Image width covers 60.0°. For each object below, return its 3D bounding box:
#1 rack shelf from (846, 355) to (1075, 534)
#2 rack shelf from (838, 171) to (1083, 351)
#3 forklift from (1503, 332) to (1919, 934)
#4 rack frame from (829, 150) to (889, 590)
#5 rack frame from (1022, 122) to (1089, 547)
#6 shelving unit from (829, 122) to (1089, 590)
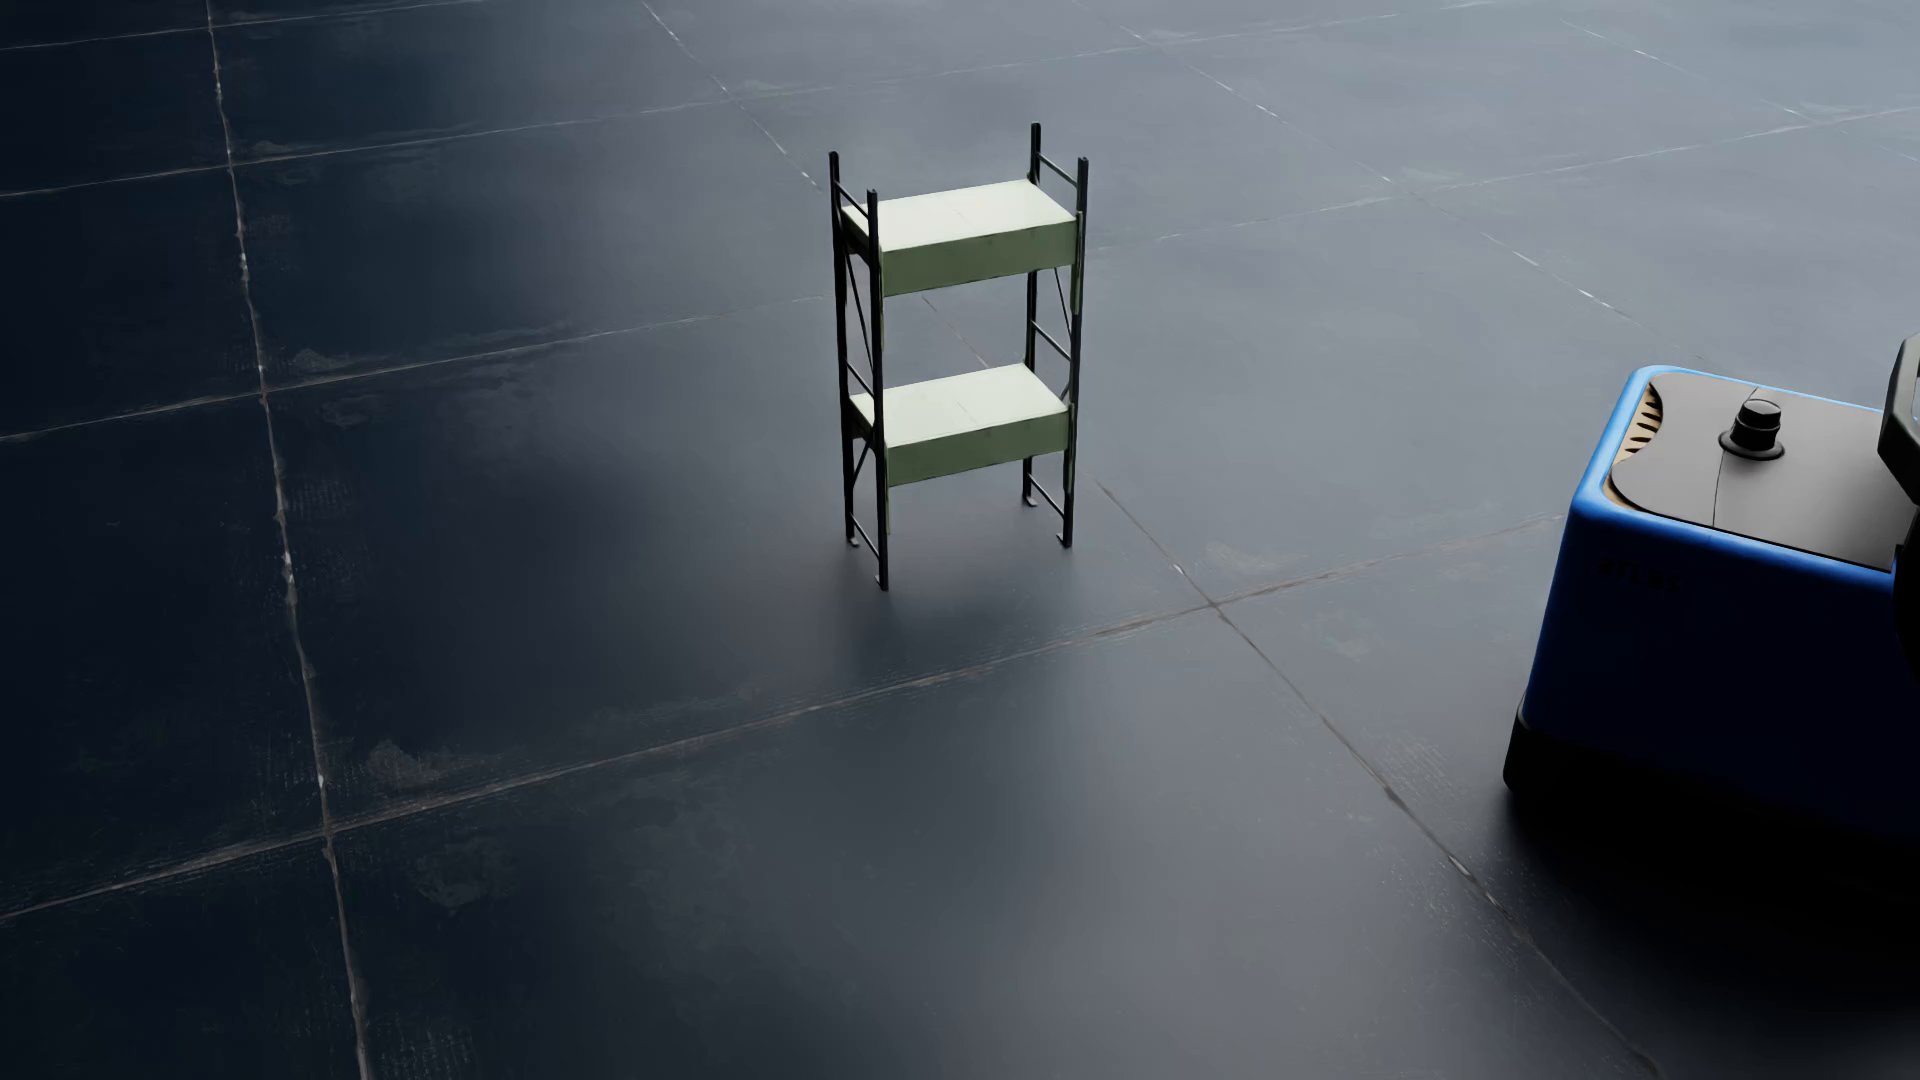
[{"bbox_3d":[-0.006,-0.354,6.017,0.720,0.370,0.431,-13,35,-19],"label":"rack shelf"},{"bbox_3d":[-0.006,-0.954,5.626,0.720,0.370,0.431,-13,35,-19],"label":"rack shelf"},{"bbox_3d":[3.177,-0.271,3.978,3.031,2.935,1.130,17,37,24],"label":"forklift"},{"bbox_3d":[-0.344,-0.550,5.720,0.023,1.500,0.400,-13,35,-19],"label":"rack frame"},{"bbox_3d":[0.331,-0.704,5.958,0.023,1.500,0.400,-13,35,-19],"label":"rack frame"},{"bbox_3d":[-0.006,-0.627,5.839,0.755,1.500,0.431,-13,35,-19],"label":"shelving unit"}]
